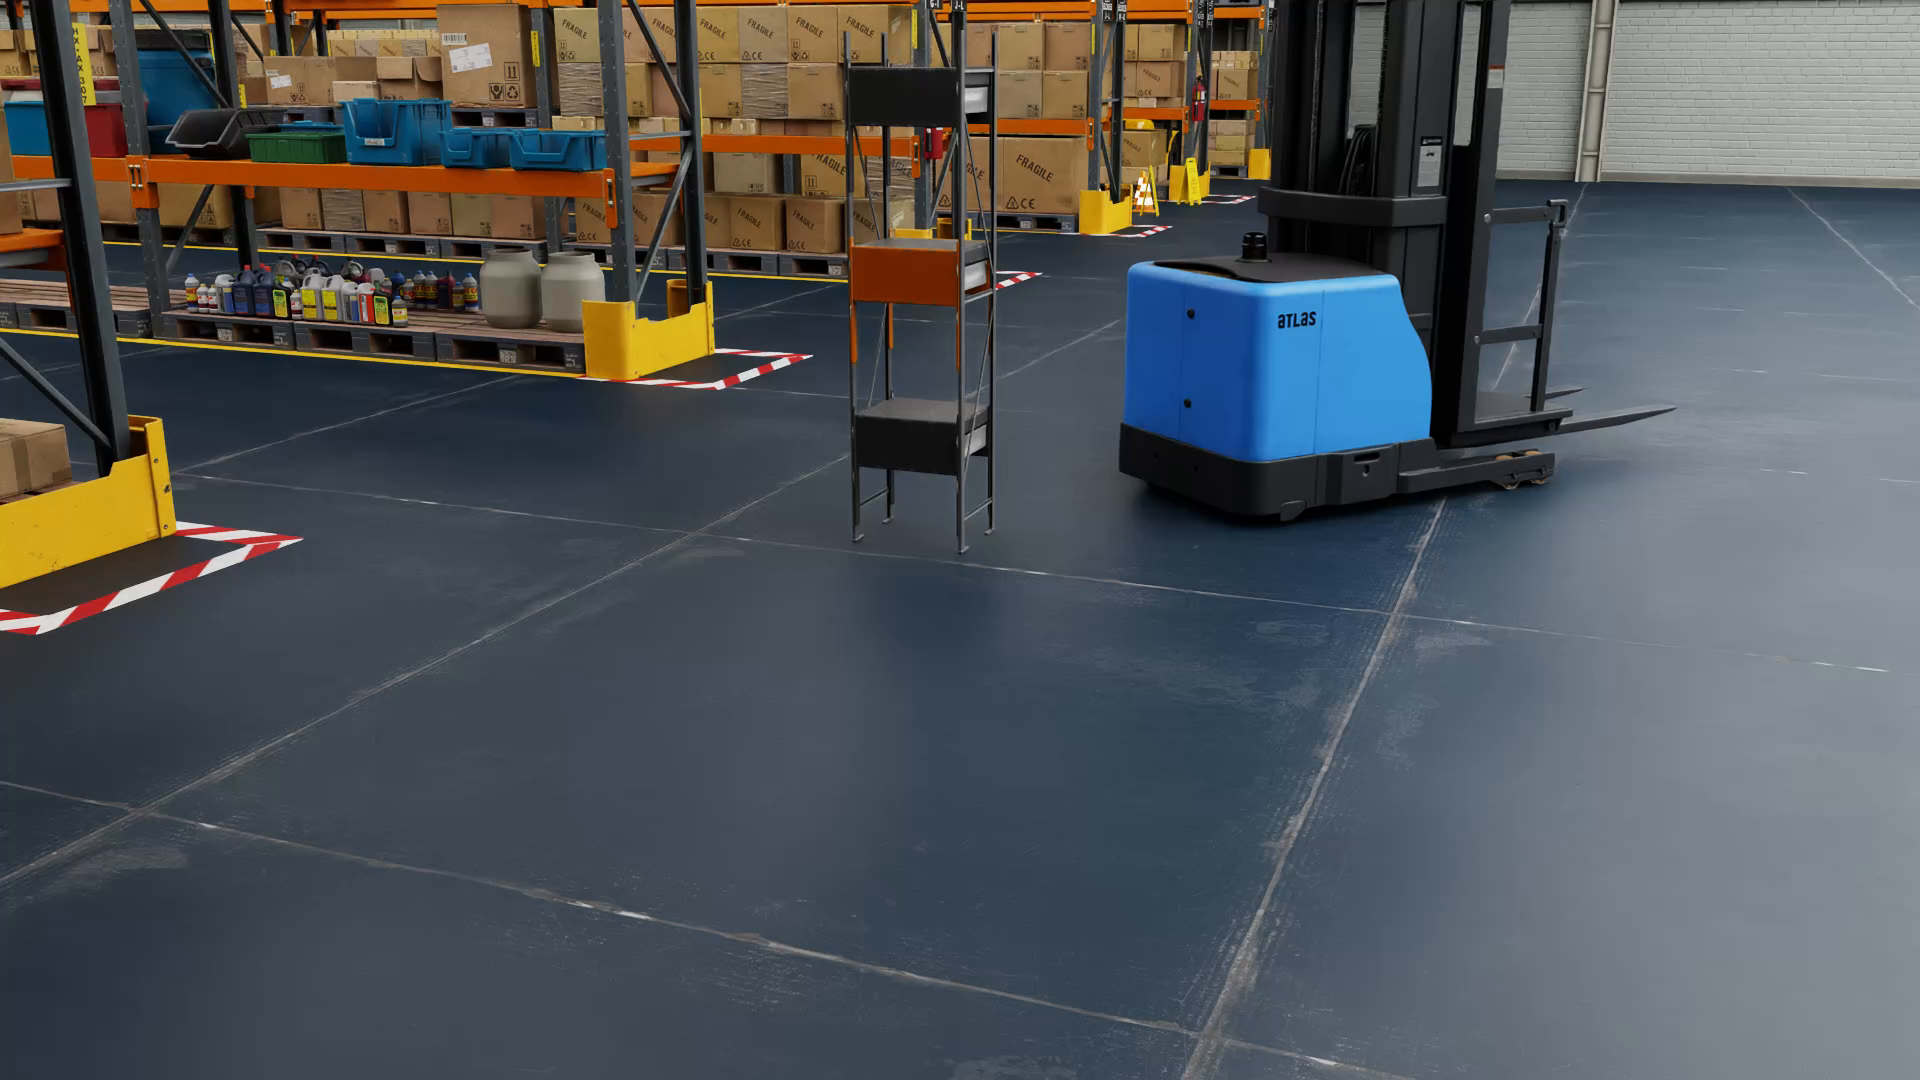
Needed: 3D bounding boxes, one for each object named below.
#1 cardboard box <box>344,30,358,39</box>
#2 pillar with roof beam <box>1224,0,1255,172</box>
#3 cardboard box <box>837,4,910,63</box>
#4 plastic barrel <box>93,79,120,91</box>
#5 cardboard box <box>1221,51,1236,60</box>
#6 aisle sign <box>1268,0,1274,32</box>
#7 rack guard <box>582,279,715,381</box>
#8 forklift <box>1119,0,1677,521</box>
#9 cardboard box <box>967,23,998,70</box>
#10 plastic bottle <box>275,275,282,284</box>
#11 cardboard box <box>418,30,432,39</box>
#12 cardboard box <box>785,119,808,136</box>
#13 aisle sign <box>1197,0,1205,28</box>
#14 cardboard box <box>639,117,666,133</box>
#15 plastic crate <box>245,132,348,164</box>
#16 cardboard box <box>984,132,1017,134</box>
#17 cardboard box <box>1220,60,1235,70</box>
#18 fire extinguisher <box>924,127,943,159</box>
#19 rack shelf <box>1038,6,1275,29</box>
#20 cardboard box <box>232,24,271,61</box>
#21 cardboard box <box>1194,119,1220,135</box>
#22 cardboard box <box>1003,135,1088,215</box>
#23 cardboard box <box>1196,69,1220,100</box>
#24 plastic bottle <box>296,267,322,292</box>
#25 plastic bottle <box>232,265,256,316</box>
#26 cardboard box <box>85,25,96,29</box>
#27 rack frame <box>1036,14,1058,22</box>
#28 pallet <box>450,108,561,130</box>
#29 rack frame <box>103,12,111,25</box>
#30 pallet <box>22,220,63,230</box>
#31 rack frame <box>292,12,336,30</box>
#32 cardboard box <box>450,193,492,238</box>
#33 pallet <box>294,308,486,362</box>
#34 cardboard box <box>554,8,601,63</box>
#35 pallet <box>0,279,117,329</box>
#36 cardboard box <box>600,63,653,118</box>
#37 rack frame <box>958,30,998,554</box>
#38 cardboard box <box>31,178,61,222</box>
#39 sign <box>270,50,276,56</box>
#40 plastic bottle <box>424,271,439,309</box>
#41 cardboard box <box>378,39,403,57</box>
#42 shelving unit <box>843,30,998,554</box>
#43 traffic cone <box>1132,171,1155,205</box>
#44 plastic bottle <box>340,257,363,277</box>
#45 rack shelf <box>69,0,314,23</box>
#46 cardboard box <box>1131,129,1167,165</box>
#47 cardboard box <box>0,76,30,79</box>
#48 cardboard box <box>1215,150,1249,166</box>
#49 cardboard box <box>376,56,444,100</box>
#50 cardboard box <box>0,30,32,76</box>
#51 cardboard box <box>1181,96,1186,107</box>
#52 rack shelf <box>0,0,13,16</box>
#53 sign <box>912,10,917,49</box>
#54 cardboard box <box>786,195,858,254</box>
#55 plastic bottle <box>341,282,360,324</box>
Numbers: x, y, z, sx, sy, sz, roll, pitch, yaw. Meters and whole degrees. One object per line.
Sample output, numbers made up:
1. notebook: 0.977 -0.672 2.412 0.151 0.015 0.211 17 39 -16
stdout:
1. cardboard box: -10.473 -8.772 28.872 0.250 0.149 0.380 6 17 19
2. pillar with roof beam: 3.382 -9.848 24.954 0.400 9.000 9.100 6 17 21
3. cardboard box: -0.778 -4.583 15.075 0.500 0.500 0.500 6 17 21
4. plastic barrel: -6.523 -3.265 12.795 0.433 0.535 0.433 0 16 0
5. cardboard box: 4.627 -8.280 28.437 0.250 0.149 0.380 6 17 21
6. aisle sign: 5.232 -8.944 27.937 0.004 0.787 0.394 6 17 21
7. rack guard: -2.081 -1.431 11.205 0.348 0.500 1.175 6 17 21
8. forklift: 2.311 -1.768 8.006 3.031 2.935 1.130 -9 18 -28
9. cardboard box: 0.391 -5.960 20.116 0.550 0.550 0.875 6 17 21
10. plastic bottle: -4.936 -1.772 12.002 0.097 0.271 0.097 0 16 0
11. cardboard box: -9.027 -8.627 28.374 0.250 0.149 0.380 6 17 20
12. cardboard box: -1.444 -3.879 15.605 0.250 0.149 0.380 6 17 21
13. aisle sign: 3.412 -7.657 23.506 0.004 0.787 0.394 6 17 21
14. cardboard box: -2.883 -4.002 16.029 0.250 0.149 0.380 6 17 21
15. plastic crate: -4.554 -2.731 11.580 0.662 0.188 0.450 6 17 21
16. cardboard box: 0.692 -5.959 25.152 0.500 0.500 0.500 7 18 23
17. cardboard box: 4.605 -8.119 28.416 0.250 0.149 0.380 7 17 22
18. fire extinguisher: -0.238 -3.752 14.855 0.183 0.674 0.296 6 17 21
19. rack shelf: 3.418 -9.078 28.972 4.000 0.370 1.077 6 17 21
20. cardboard box: -9.961 -7.073 23.650 0.500 0.500 0.500 6 17 19
21. cardboard box: 4.259 -7.156 28.829 0.500 0.250 0.500 7 17 22
22. cardboard box: 1.084 -4.430 20.110 0.875 0.875 0.875 6 17 21
23. cardboard box: 4.245 -7.864 28.701 0.500 0.500 0.500 7 18 22
24. plastic bottle: -4.861 -1.896 12.421 0.135 0.276 0.152 6 17 21
25. plastic bottle: -5.115 -1.794 11.934 0.185 0.351 0.144 7 18 22
26. cardboard box: -12.825 -7.389 24.740 0.500 0.500 0.500 6 17 20
27. rack frame: 1.558 -8.187 29.995 0.127 3.000 1.000 6 17 21
28. pallet: -4.554 -4.353 17.132 1.213 0.211 1.003 6 17 21
29. rack frame: -13.145 -6.833 25.330 0.127 3.000 1.000 6 17 21
30. pallet: -10.593 -3.749 19.709 1.213 0.211 1.003 6 17 21
31. rack frame: -11.423 -8.127 29.788 0.127 3.000 1.000 6 17 21
32. cardboard box: -4.896 -3.462 17.414 0.500 0.500 0.700 6 17 20
33. pallet: -3.965 -1.502 11.968 1.213 0.211 1.003 6 17 21
34. cardboard box: -3.571 -4.888 16.125 0.500 0.500 0.500 6 17 21
35. pallet: -7.597 -1.900 13.340 1.213 0.211 1.003 6 17 21
36. cardboard box: -3.048 -4.398 16.229 0.500 0.500 0.875 6 17 21
37. rack frame: 0.073 -1.000 6.853 0.015 2.100 0.400 6 17 21
38. cardboard box: -9.904 -4.177 19.241 0.875 0.875 1.225 6 17 19
39. sign: -9.616 -6.698 23.312 0.005 0.325 0.100 6 17 21
40. plastic bottle: -3.884 -1.838 12.229 0.097 0.271 0.097 0 16 0
41. cardboard box: -9.652 -8.380 28.685 0.500 0.500 0.500 6 17 21
42. shelving unit: -0.154 -1.025 6.939 0.503 2.100 0.431 6 17 21
43. traffic cone: 2.588 -4.981 23.502 0.334 0.463 0.336 6 17 21
44. plastic bottle: -4.530 -1.940 12.438 0.185 0.351 0.144 6 17 20
45. rack shelf: -11.285 -7.723 24.307 4.000 0.370 1.077 6 17 21
46. cardboard box: 2.790 -5.888 24.909 0.500 0.500 0.500 6 17 19
47. cardboard box: -10.534 -5.033 18.949 0.500 0.500 0.500 6 17 21
48. cardboard box: 4.726 -6.625 28.794 0.500 0.250 0.500 6 17 21
49. cardboard box: -5.543 -4.734 17.161 0.637 0.503 0.797 8 18 26
50. cardboard box: -10.741 -5.614 19.153 0.637 0.503 0.797 6 17 19
51. cardboard box: 3.221 -6.458 24.489 0.250 0.149 0.380 6 17 21
52. rack shelf: -13.199 -6.447 19.912 4.000 0.370 1.077 6 17 21
53. sign: -0.398 -4.486 14.602 0.005 0.325 0.100 6 17 21
54. cardboard box: -1.319 -3.042 16.001 0.500 0.500 0.500 12 20 35
55. plastic bottle: -4.215 -1.660 11.608 0.135 0.276 0.152 6 17 19
